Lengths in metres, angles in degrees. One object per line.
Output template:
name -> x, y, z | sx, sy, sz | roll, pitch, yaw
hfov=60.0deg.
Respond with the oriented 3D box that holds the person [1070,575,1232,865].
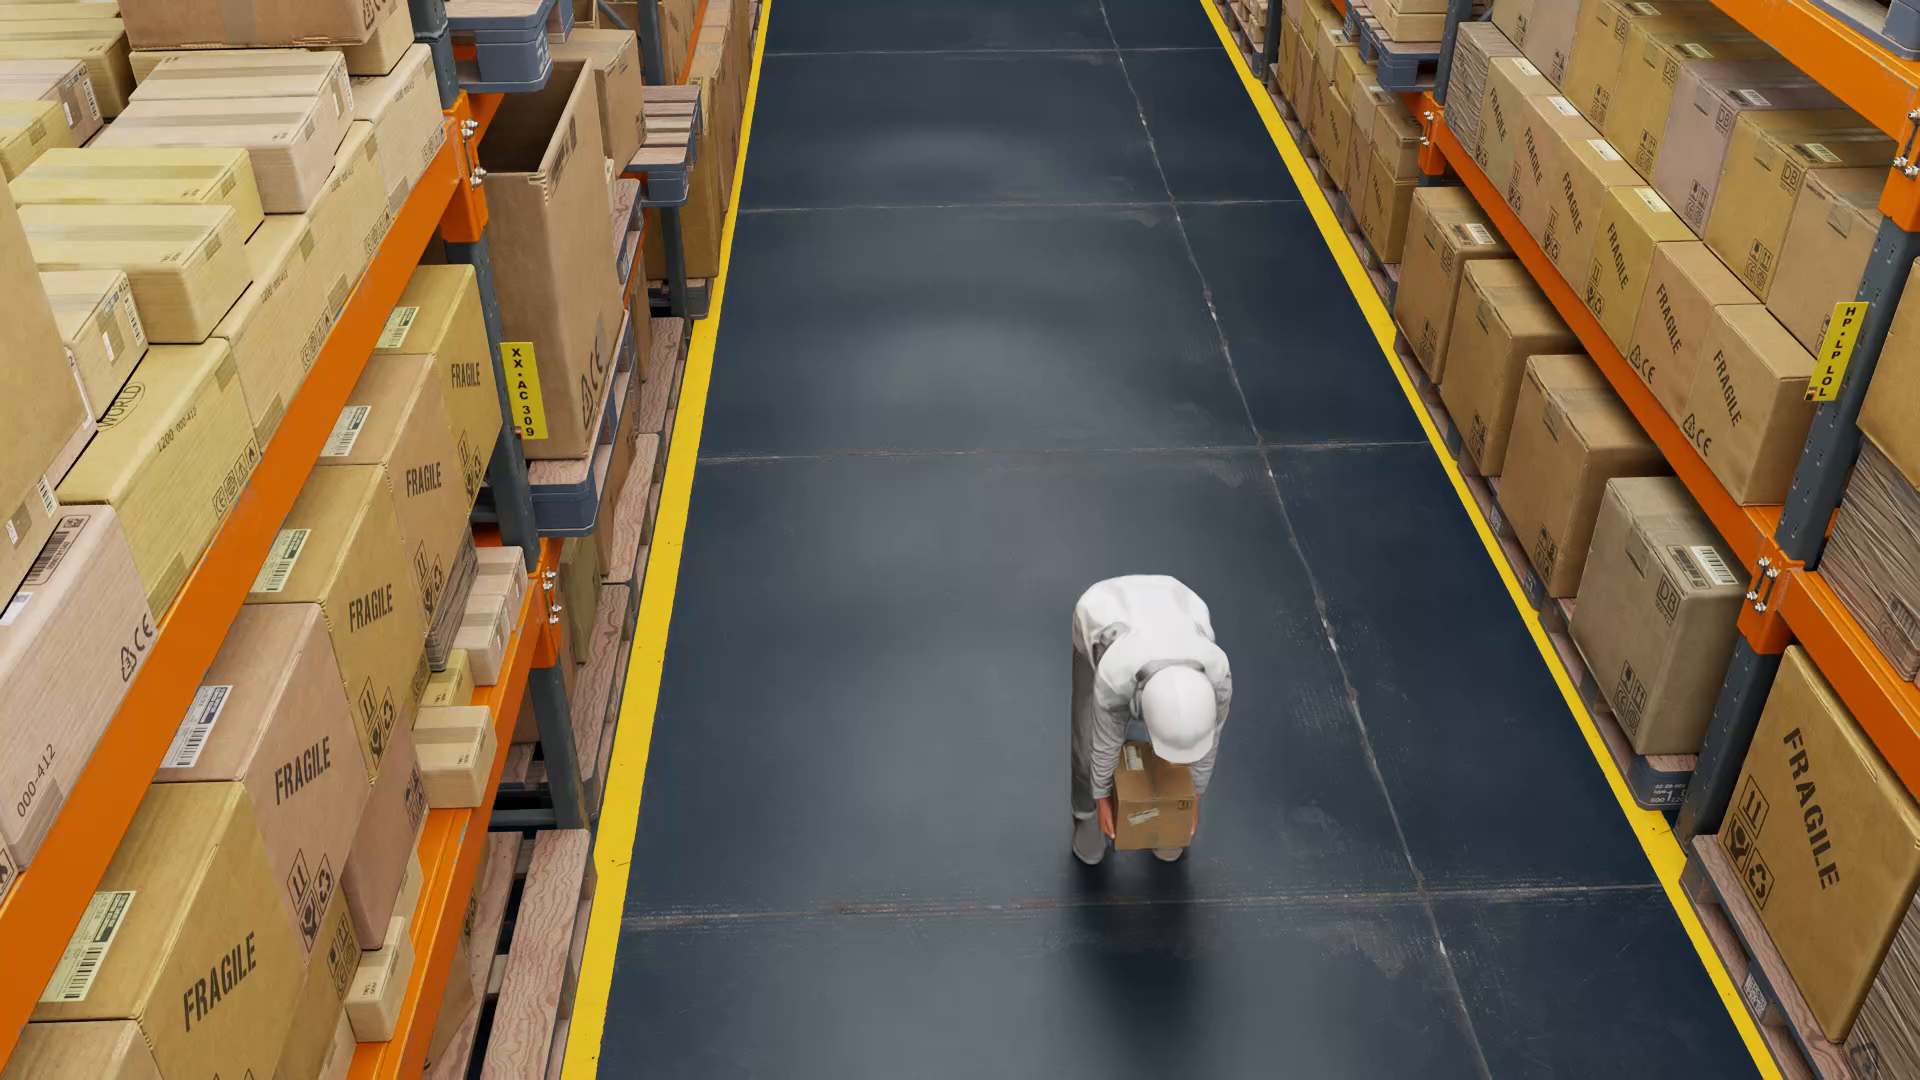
person -> 0.629, 0.708, 5.563 | 0.462, 1.258, 0.981 | -2, 35, -3
